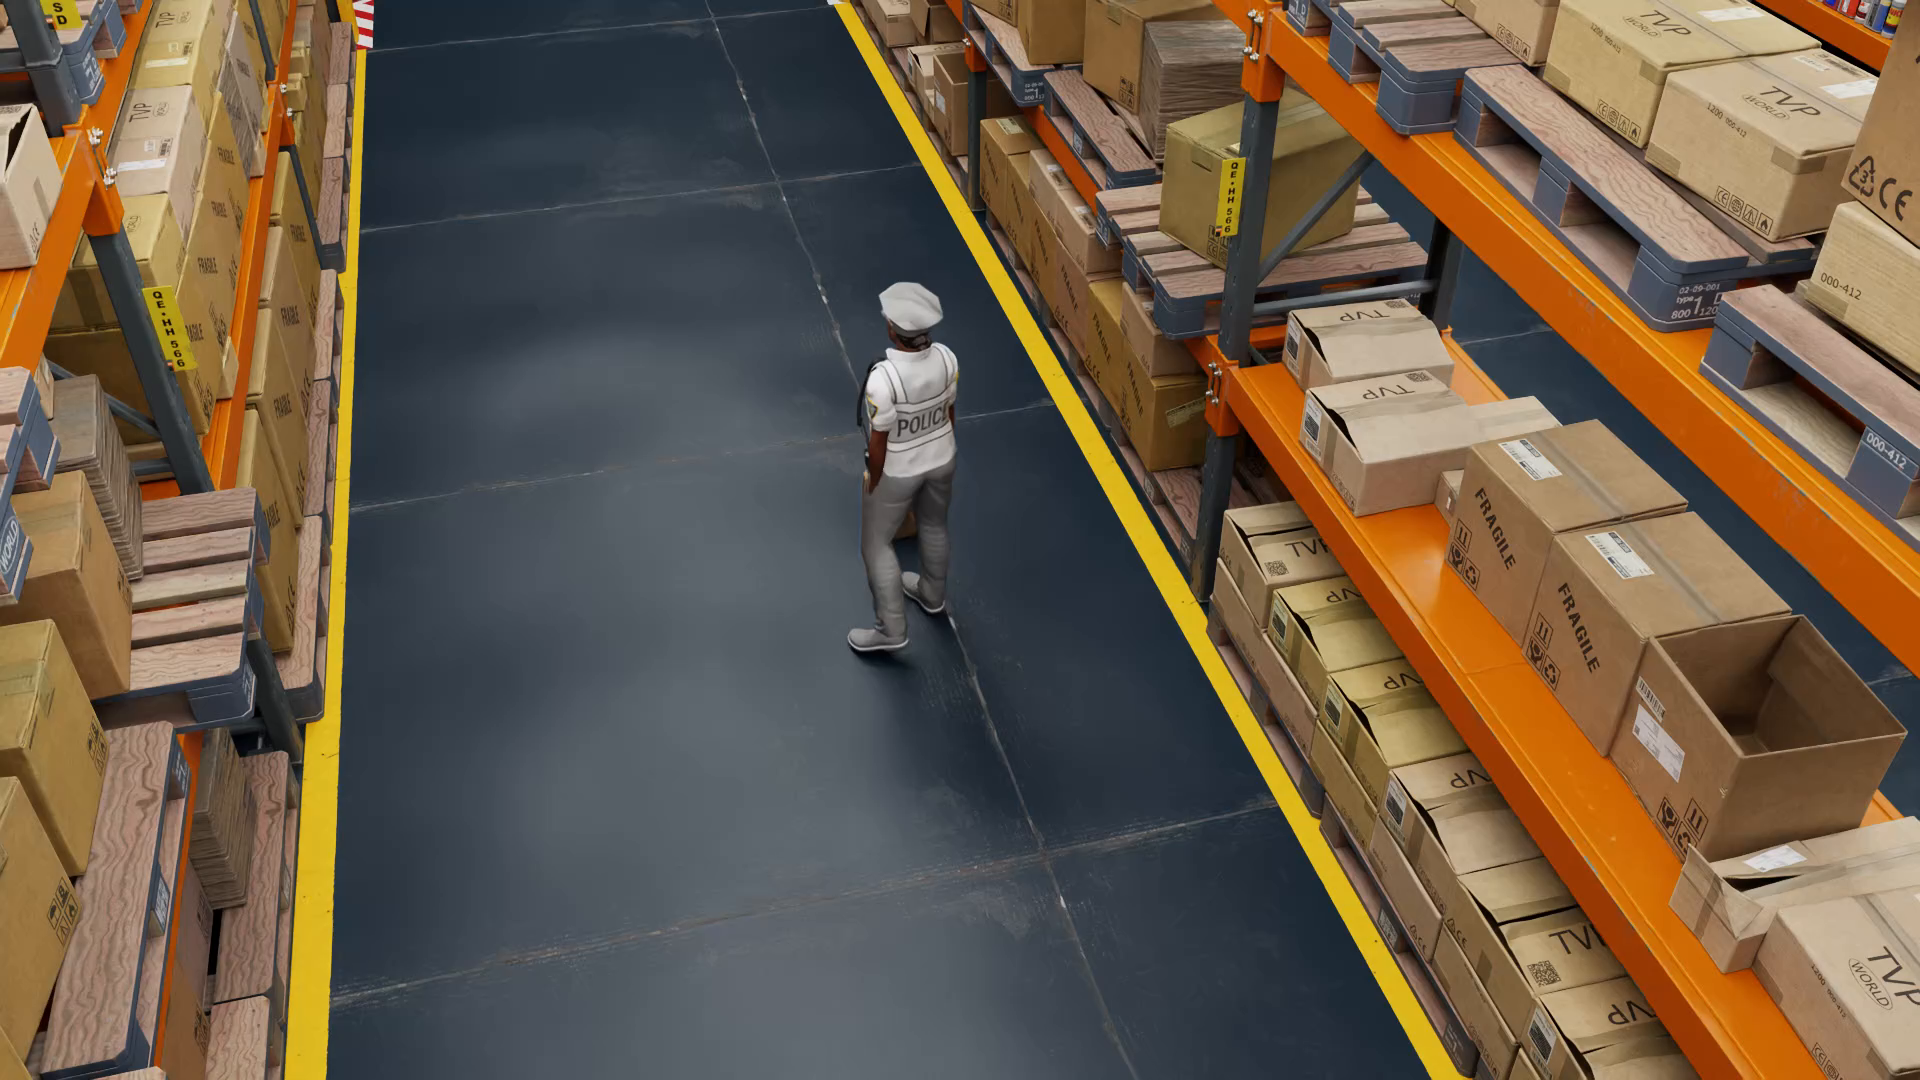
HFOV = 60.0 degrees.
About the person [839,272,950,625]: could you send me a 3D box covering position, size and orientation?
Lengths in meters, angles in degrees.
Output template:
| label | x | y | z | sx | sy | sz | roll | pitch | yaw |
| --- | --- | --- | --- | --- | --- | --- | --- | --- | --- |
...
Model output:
| label | x | y | z | sx | sy | sz | roll | pitch | yaw |
| --- | --- | --- | --- | --- | --- | --- | --- | --- | --- |
| person | -0.298 | -0.361 | 7.133 | 0.553 | 1.678 | 0.392 | -18 | 42 | -21 |
